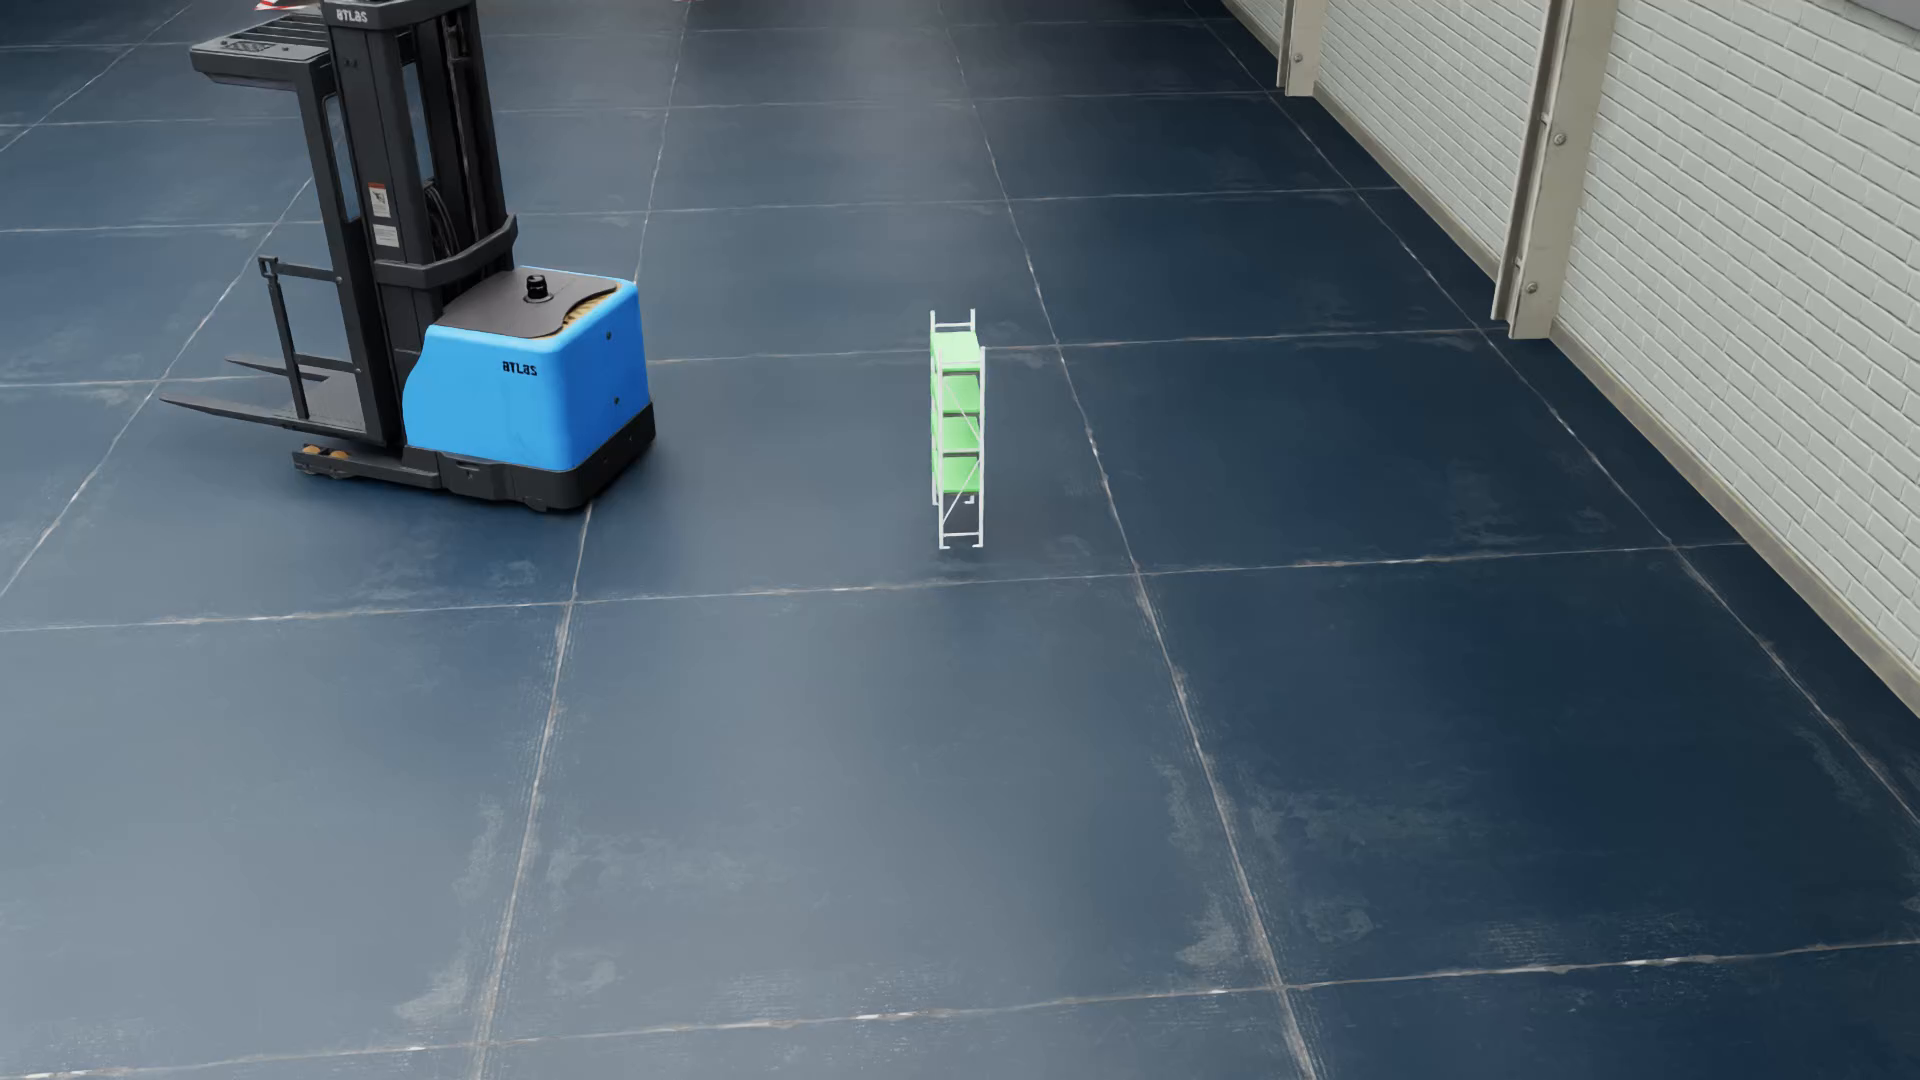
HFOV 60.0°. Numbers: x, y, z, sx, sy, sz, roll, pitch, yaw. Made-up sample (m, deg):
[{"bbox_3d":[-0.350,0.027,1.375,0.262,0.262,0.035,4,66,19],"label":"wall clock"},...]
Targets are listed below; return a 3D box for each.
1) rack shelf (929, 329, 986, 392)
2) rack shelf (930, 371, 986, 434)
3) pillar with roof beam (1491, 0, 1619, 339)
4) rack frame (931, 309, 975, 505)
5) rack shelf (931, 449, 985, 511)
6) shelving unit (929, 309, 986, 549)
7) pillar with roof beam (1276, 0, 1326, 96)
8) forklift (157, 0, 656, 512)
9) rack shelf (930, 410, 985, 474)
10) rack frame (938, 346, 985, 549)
[{"bbox_3d":[-0.016,-0.957,8.870,0.258,0.148,0.480,-3,31,-5],"label":"rack shelf"},{"bbox_3d":[-0.015,-0.751,8.994,0.258,0.148,0.480,-3,31,-5],"label":"rack shelf"},{"bbox_3d":[-0.311,-5.164,9.120,9.100,9.000,0.400,-3,31,-5],"label":"pillar with roof beam"},{"bbox_3d":[-0.038,-0.724,9.292,0.240,1.200,0.015,-3,31,-5],"label":"rack frame"},{"bbox_3d":[-0.015,-0.339,9.240,0.258,0.148,0.480,-3,31,-5],"label":"rack shelf"},{"bbox_3d":[-0.015,-0.600,9.084,0.258,1.200,0.503,-3,31,-5],"label":"shelving unit"},{"bbox_3d":[-0.872,-8.227,14.249,9.100,9.000,0.400,-3,31,-5],"label":"pillar with roof beam"},{"bbox_3d":[-3.435,-1.861,9.508,3.031,2.935,1.130,10,32,16],"label":"forklift"},{"bbox_3d":[-0.015,-0.545,9.117,0.258,0.148,0.480,-3,31,-5],"label":"rack shelf"},{"bbox_3d":[0.007,-0.475,8.875,0.240,1.200,0.015,-3,31,-5],"label":"rack frame"}]
